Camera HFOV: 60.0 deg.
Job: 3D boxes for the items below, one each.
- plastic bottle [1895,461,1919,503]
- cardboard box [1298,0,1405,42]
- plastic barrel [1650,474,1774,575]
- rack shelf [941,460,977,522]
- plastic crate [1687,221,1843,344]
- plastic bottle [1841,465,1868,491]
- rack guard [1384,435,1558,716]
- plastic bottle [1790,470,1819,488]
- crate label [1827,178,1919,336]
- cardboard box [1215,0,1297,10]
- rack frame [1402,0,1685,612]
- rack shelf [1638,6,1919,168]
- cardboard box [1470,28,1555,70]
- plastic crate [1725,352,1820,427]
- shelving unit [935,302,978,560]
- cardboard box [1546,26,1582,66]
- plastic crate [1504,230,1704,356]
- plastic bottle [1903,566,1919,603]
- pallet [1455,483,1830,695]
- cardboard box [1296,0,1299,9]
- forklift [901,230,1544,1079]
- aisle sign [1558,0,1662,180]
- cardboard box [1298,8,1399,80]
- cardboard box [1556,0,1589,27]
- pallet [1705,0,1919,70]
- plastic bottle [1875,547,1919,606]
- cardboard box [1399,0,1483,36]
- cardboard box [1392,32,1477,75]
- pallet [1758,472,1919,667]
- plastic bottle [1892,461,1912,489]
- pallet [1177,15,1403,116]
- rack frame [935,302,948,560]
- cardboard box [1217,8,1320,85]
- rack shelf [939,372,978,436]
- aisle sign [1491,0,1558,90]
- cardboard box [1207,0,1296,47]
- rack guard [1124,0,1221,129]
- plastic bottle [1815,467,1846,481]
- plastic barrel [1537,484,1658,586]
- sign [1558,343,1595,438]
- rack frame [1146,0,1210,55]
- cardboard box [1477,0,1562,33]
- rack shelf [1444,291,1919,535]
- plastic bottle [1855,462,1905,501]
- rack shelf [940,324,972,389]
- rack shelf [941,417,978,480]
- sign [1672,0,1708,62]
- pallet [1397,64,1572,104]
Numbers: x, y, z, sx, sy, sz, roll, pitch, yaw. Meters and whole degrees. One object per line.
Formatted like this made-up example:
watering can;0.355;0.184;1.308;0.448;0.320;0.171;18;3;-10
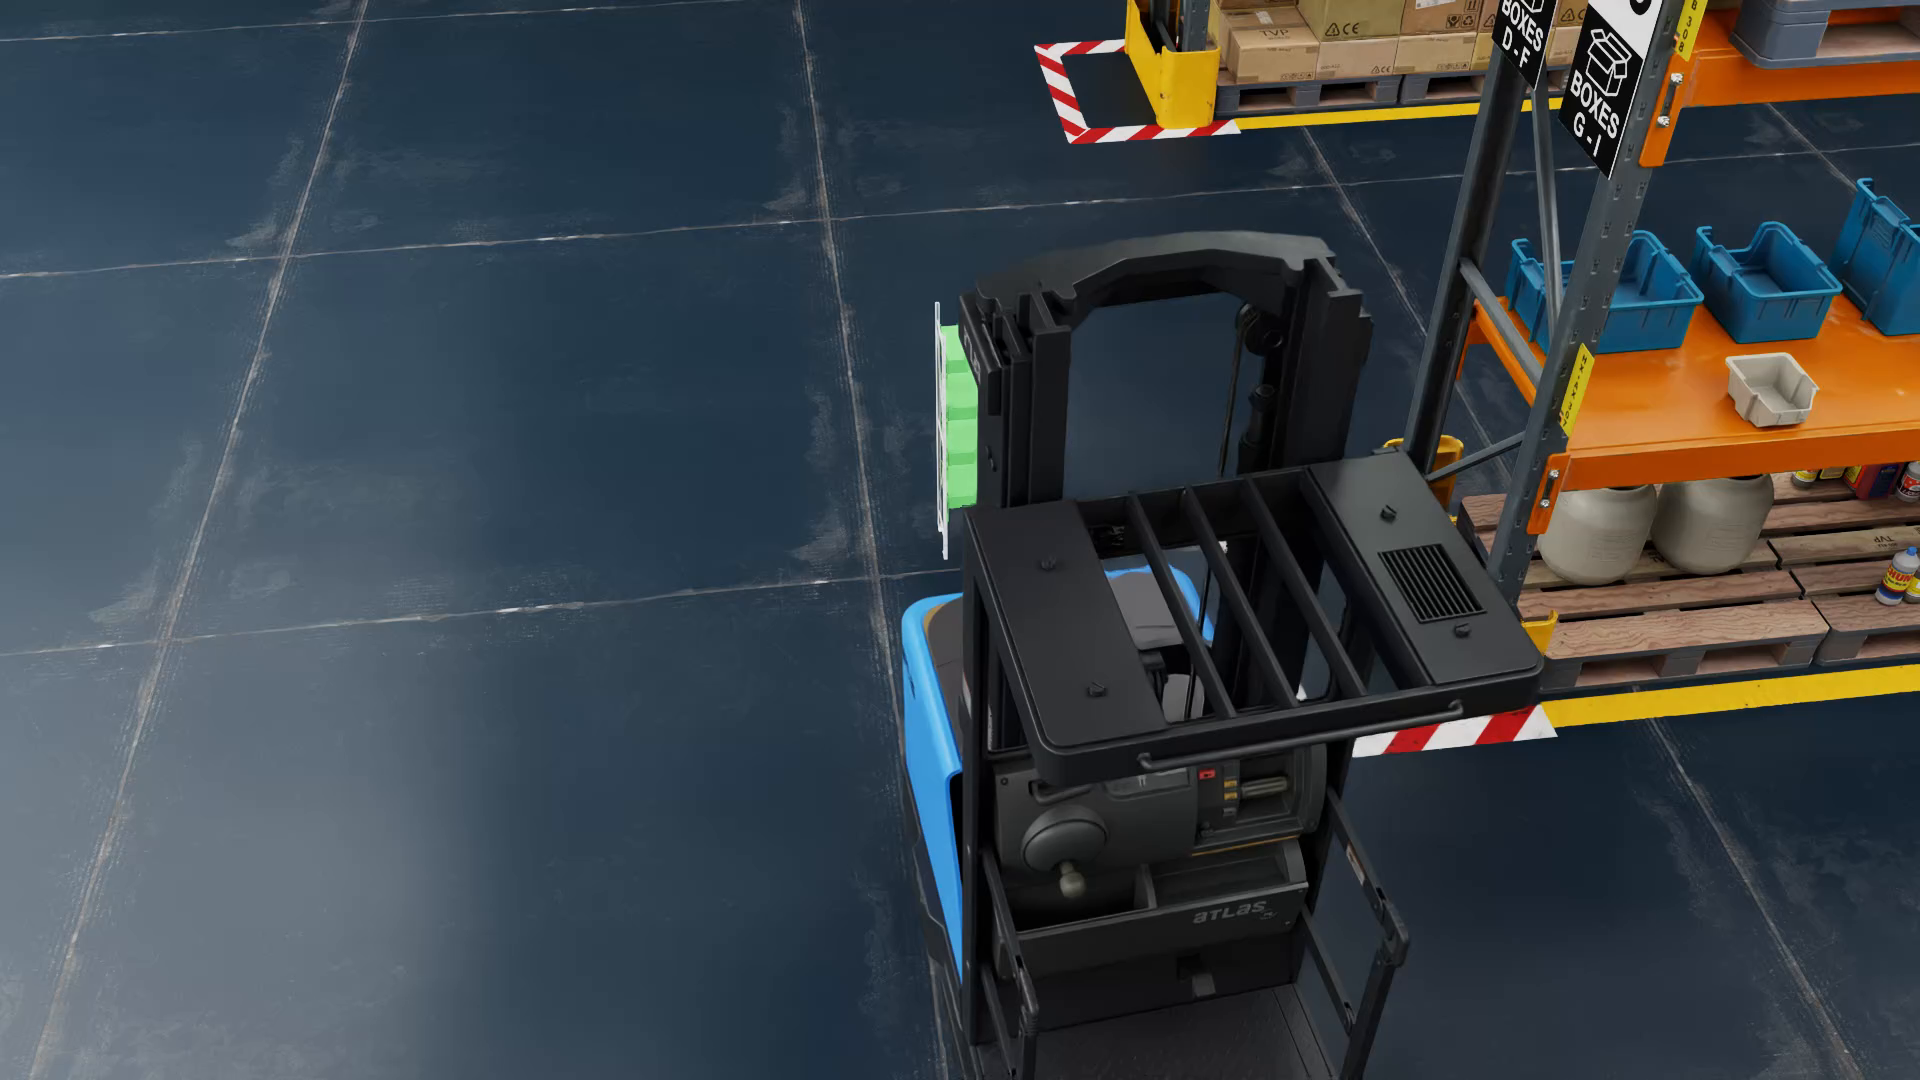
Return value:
plastic bottle;4.186;-0.272;7.287;0.097;0.201;0.097;0;42;0
cardboard box;2.414;-3.409;10.185;0.500;0.500;0.500;-5;42;-6
plastic barrel;3.136;-0.146;6.931;0.421;0.512;0.421;0;42;0
rack shelf;0.164;-0.234;7.283;0.480;0.148;0.258;-5;42;-6
plastic crate;3.098;-1.002;6.447;0.408;0.251;0.499;-5;42;-6
plastic bottle;4.014;-0.368;7.339;0.135;0.276;0.152;-5;42;-5
rack guard;2.066;0.128;6.950;0.348;0.500;1.175;-5;42;-6
plastic bottle;3.761;-0.337;7.360;0.097;0.201;0.097;0;42;0
crate label;3.786;-1.115;6.435;0.616;0.435;0.502;-5;42;-6
cardboard box;1.851;-3.710;10.518;0.500;0.500;0.500;-5;42;-6
rack frame;1.996;-0.762;6.071;0.127;3.000;1.000;-5;42;-6
rack shelf;3.979;-1.783;5.499;4.000;0.370;1.077;-5;42;-6
cardboard box;3.406;-3.215;10.529;0.500;0.250;0.500;-5;42;-6
plastic crate;2.925;-0.528;6.008;0.250;0.136;0.298;-5;42;-6
shelving unit;0.164;-0.460;7.079;0.503;1.200;0.258;-5;42;-6
cardboard box;3.902;-3.259;10.578;0.500;0.250;0.500;-5;42;-6
plastic crate;2.454;-0.949;6.389;0.616;0.251;0.499;-5;42;-6
plastic bottle;3.937;0.154;6.815;0.097;0.201;0.097;0;42;0
pallet;2.872;0.169;7.121;1.213;0.211;1.003;-5;42;-6
cardboard box;2.345;-3.481;10.824;0.500;0.250;0.500;-5;42;-6
forklift;0.601;0.810;4.379;1.130;2.935;3.031;-8;43;-9
aisle sign;1.963;-1.527;4.977;0.004;0.787;0.394;-5;42;-6
cardboard box;2.414;-3.132;10.437;0.500;0.250;0.500;-5;42;-6
cardboard box;3.900;-3.546;10.336;0.500;0.500;0.500;-5;42;-6
pallet;2.829;-1.813;5.137;1.213;0.211;1.003;-5;42;-6
plastic bottle;3.835;0.137;6.782;0.097;0.271;0.097;0;42;0
cardboard box;2.908;-3.461;10.242;0.500;0.500;0.500;-5;42;-6
cardboard box;2.910;-3.175;10.485;0.500;0.250;0.500;-5;42;-6
pallet;4.079;0.065;7.236;1.213;0.211;1.003;-5;42;-6
plastic bottle;4.152;-0.380;7.352;0.135;0.276;0.152;-6;42;-7
pallet;2.111;-3.111;10.756;1.213;0.211;1.003;-5;42;-6
rack frame;-0.078;-0.439;7.056;0.015;1.200;0.240;-5;42;-6
cardboard box;1.918;-3.086;10.386;0.500;0.250;0.500;-5;42;-6
rack shelf;0.164;-0.591;6.961;0.480;0.148;0.258;-5;42;-6
aisle sign;1.886;-1.918;5.412;0.004;0.787;0.394;-5;42;-6
cardboard box;1.851;-3.430;10.767;0.500;0.250;0.500;-5;42;-6
rack guard;1.334;-3.122;10.553;0.348;0.500;1.175;-5;42;-6
plastic bottle;3.874;-0.390;7.357;0.133;0.283;0.061;-4;42;-4
plastic barrel;2.639;-0.102;6.883;0.421;0.512;0.421;0;42;0
sign;2.063;-0.499;5.572;0.005;0.325;0.100;-5;42;-6
rack frame;1.358;-4.052;9.718;0.127;3.000;1.000;-5;42;-6
cardboard box;3.406;-3.493;10.277;0.500;0.500;0.500;-5;42;-6
rack shelf;3.979;-0.669;6.504;4.000;0.370;1.077;-5;42;-6
plastic bottle;4.028;-0.300;7.258;0.133;0.283;0.061;-5;42;-6
rack shelf;0.164;-0.769;6.800;0.480;0.148;0.258;-5;42;-6
rack shelf;0.164;-0.412;7.122;0.480;0.148;0.258;-5;42;-6
sign;2.063;-1.514;4.657;0.005;0.325;0.100;-5;42;-6
pallet;3.318;-3.215;10.871;1.213;0.211;1.003;-5;42;-6
